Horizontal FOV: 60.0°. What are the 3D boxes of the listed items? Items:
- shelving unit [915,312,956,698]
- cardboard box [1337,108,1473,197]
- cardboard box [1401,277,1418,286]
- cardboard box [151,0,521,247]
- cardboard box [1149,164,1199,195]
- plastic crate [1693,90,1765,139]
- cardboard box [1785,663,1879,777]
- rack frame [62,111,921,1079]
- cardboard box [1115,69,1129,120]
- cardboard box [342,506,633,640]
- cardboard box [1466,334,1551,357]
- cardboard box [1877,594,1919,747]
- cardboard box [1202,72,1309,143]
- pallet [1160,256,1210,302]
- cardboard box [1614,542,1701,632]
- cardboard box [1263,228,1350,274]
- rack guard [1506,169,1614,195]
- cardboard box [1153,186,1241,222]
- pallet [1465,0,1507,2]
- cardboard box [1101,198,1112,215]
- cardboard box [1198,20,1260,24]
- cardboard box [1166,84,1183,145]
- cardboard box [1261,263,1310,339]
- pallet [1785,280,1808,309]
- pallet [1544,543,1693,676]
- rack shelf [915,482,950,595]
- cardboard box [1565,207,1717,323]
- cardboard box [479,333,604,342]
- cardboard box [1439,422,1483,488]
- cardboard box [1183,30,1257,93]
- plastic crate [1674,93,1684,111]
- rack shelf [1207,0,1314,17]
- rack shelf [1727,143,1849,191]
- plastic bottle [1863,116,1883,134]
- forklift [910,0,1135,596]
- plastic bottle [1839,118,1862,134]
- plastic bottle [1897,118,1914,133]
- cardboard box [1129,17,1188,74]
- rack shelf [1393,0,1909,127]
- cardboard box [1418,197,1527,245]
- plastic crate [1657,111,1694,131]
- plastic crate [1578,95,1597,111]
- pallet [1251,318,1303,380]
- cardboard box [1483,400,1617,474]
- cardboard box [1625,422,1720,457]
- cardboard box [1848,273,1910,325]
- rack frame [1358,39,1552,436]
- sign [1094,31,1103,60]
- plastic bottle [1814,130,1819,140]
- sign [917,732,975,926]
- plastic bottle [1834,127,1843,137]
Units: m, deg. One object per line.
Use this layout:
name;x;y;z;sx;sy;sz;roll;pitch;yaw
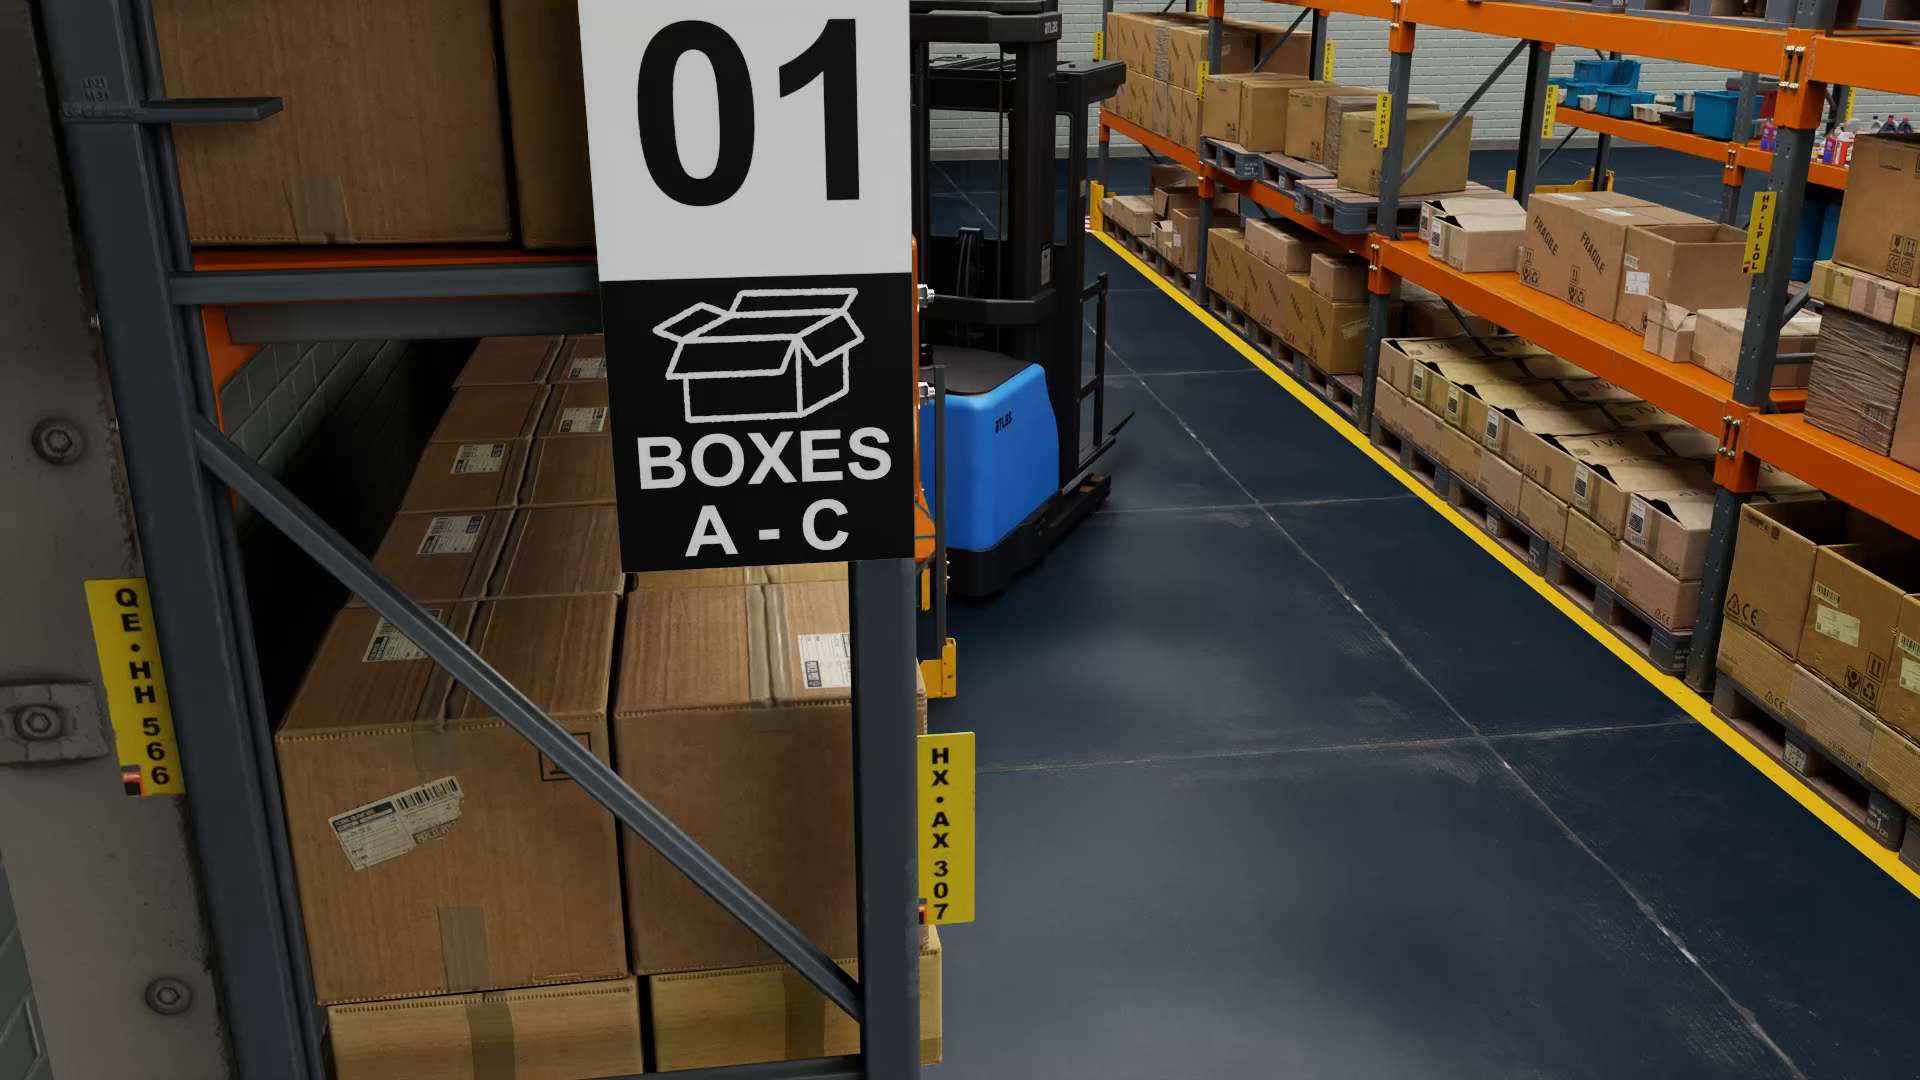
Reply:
shelving unit;-0.378;-0.182;7.559;0.587;1.500;1.083;-3;21;-7
cardboard box;2.982;-2.604;11.158;0.700;0.500;0.500;-10;23;-26
cardboard box;3.253;-1.710;12.451;0.500;0.500;0.500;-3;21;-8
cardboard box;-0.875;-0.720;2.398;0.500;0.500;0.500;-1;21;-4
cardboard box;2.353;-3.777;17.986;0.500;0.500;0.500;-3;21;-8
plastic crate;7.105;-3.947;15.433;0.392;0.384;0.575;-3;21;-8
cardboard box;3.594;0.678;6.445;0.500;0.250;0.500;-3;21;-8
rack frame;-0.564;0.873;2.592;1.000;3.000;0.127;-3;21;-8
cardboard box;1.913;-4.619;17.154;0.500;0.500;0.500;-3;21;-8
cardboard box;-0.905;0.255;3.359;0.500;0.500;0.500;-3;21;-7
cardboard box;3.503;-1.150;10.537;0.500;0.311;0.500;-2;21;-6
cardboard box;3.662;0.500;5.849;0.500;0.500;0.500;-3;21;-8
cardboard box;2.454;-3.601;13.828;0.700;0.500;0.500;-10;23;-26
pallet;2.509;-2.464;15.513;1.003;0.211;1.213;-3;21;-8
cardboard box;3.414;0.199;7.725;0.500;0.250;0.500;-3;21;-8
cardboard box;2.653;-2.220;12.744;0.500;0.250;0.500;-3;21;-9
rack guard;6.916;-4.003;19.219;1.175;0.500;0.348;-3;21;-8
cardboard box;2.331;-3.220;16.489;0.797;0.503;0.637;-3;21;-8
pallet;3.370;-3.234;9.571;1.213;0.211;1.003;-2;21;-5
cardboard box;1.751;-3.626;18.083;0.380;0.149;0.250;-3;21;-8
cardboard box;2.594;-4.761;16.104;0.500;0.500;0.500;-2;21;-6
cardboard box;2.206;-3.918;15.277;0.500;0.500;0.500;-2;21;-6
cardboard box;2.661;-1.856;12.841;0.500;0.500;0.500;-4;21;-10
pallet;7.579;-2.206;14.821;1.003;0.211;1.213;-3;21;-8
pallet;3.616;0.290;8.138;1.003;0.211;1.213;-3;21;-8
rack shelf;-0.377;-0.010;7.614;0.538;0.185;1.000;-3;21;-7
cardboard box;3.518;-1.432;8.621;0.500;0.500;0.500;-3;21;-8
cardboard box;-1.209;-0.450;5.247;0.500;0.500;0.500;-3;21;-8
cardboard box;3.123;-0.507;9.616;0.500;0.250;0.500;-3;21;-9
cardboard box;2.278;-4.210;14.630;0.500;0.500;0.500;-3;21;-7
plastic crate;7.483;-4.418;16.911;0.416;0.233;0.300;-3;21;-8
rack shelf;2.319;-5.294;15.843;1.077;0.370;4.000;-3;21;-8
rack shelf;7.798;-2.752;13.325;1.077;0.370;4.000;-3;21;-8
plastic bottle;7.823;-3.449;14.235;0.144;0.351;0.185;-3;21;-8
forklift;0.242;-1.574;9.240;1.130;2.935;3.031;8;22;21
plastic bottle;7.886;-3.603;14.754;0.152;0.276;0.135;-3;21;-8
plastic bottle;7.992;-3.393;14.083;0.144;0.351;0.185;-3;21;-8
cardboard box;1.984;-4.912;16.509;0.500;0.500;0.500;-3;21;-7
rack shelf;3.472;-2.524;8.427;1.077;0.370;4.000;-3;21;-8
cardboard box;3.193;-1.978;10.353;0.500;0.311;0.500;-2;21;-4
plastic crate;7.082;-4.055;16.093;0.437;0.125;0.590;-3;21;-8
plastic crate;6.705;-4.619;17.587;0.250;0.136;0.298;-3;21;-8
pallet;2.941;-1.524;12.994;1.003;0.211;1.213;-3;21;-8
cardboard box;3.199;-0.587;9.029;0.500;0.311;0.500;-3;21;-8
cardboard box;3.805;-0.443;8.643;0.500;0.311;0.500;-4;21;-10
cardboard box;3.644;-0.924;6.333;0.380;0.149;0.250;-3;21;-7
rack frame;3.184;-2.148;10.680;1.000;3.000;0.127;-3;21;-8
sign;1.494;-5.296;17.871;0.100;0.325;0.005;-3;21;-8
plastic bottle;7.241;-3.373;14.145;0.097;0.271;0.097;0;20;0
sign;-0.027;0.440;2.514;0.100;0.325;0.005;-3;21;-8
plastic bottle;7.765;-3.555;14.733;0.097;0.201;0.097;0;20;0
